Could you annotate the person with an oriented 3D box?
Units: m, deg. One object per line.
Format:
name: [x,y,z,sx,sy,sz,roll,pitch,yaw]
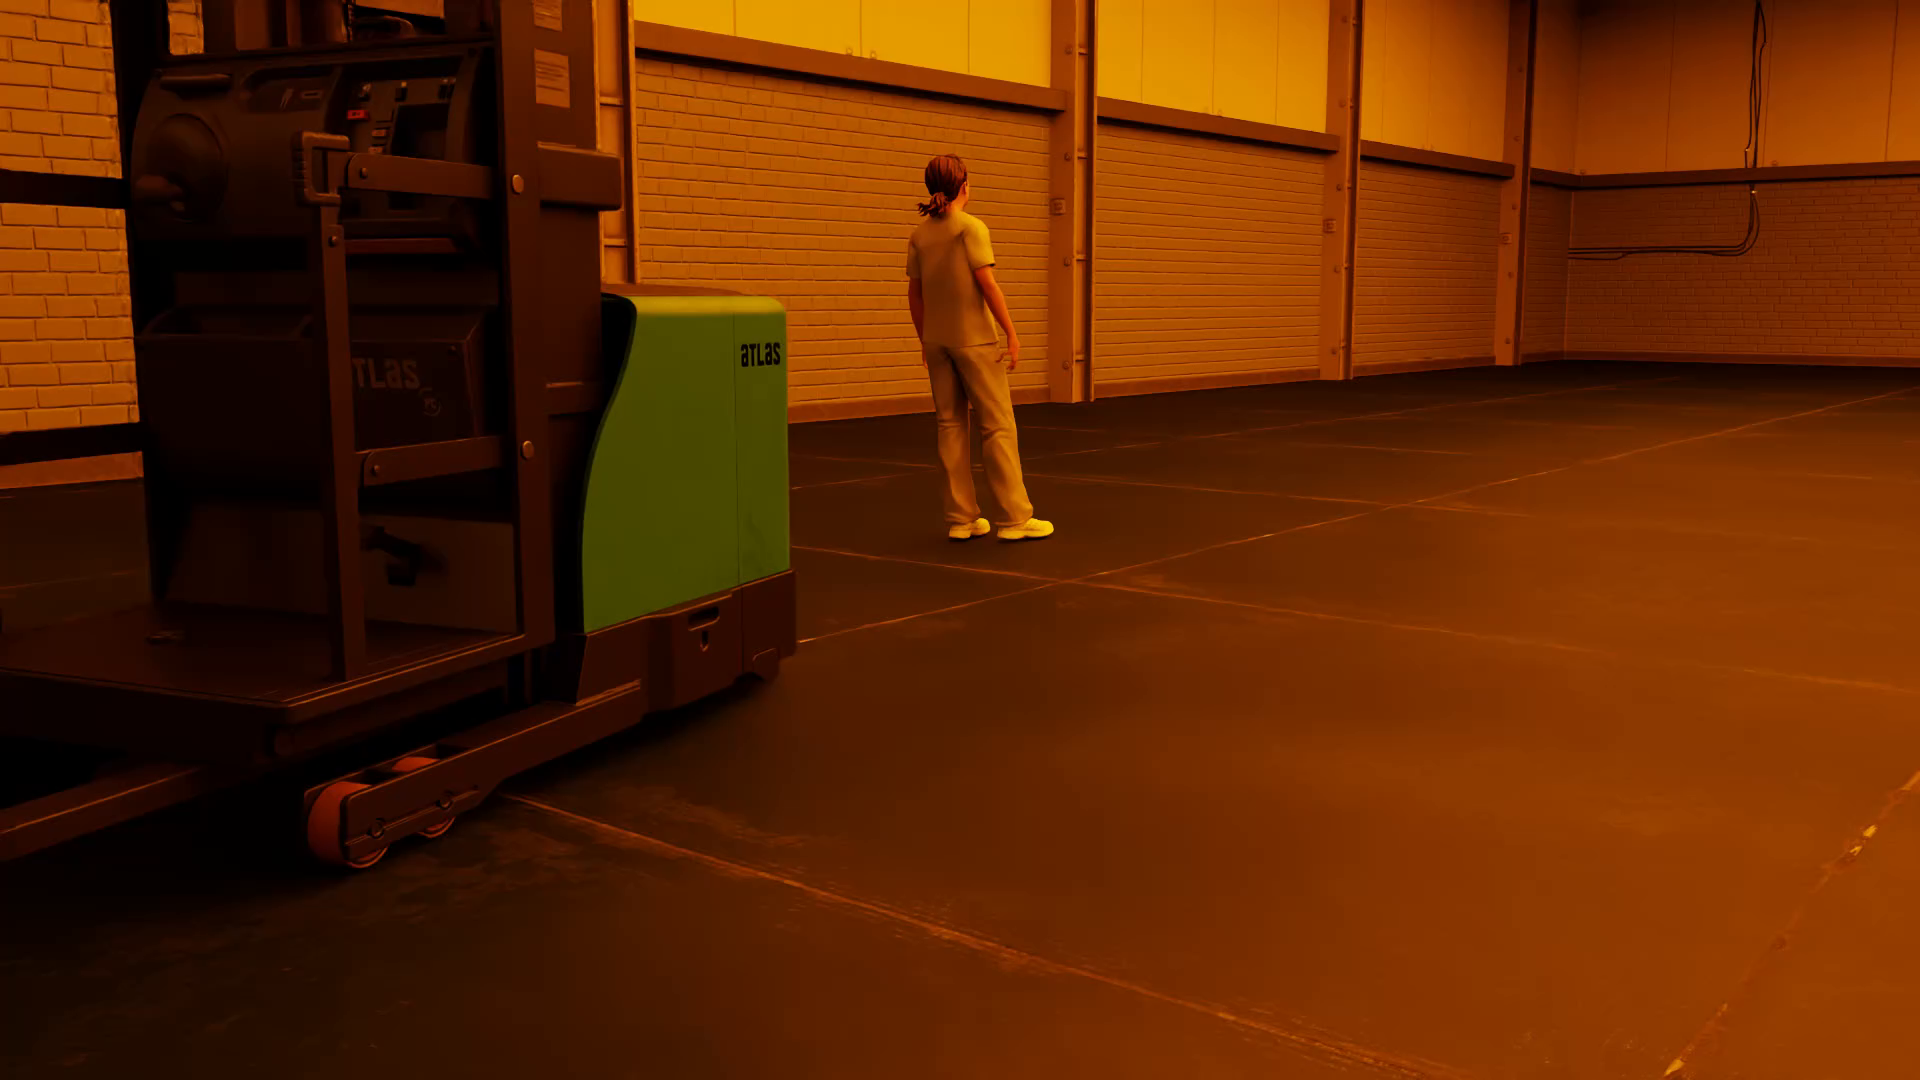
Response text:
person: [0.057,-0.844,7.331,0.549,1.673,0.548,7,11,38]

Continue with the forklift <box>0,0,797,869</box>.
forklift: [-1.504,-0.896,3.408,1.130,2.935,3.031,3,9,23]
